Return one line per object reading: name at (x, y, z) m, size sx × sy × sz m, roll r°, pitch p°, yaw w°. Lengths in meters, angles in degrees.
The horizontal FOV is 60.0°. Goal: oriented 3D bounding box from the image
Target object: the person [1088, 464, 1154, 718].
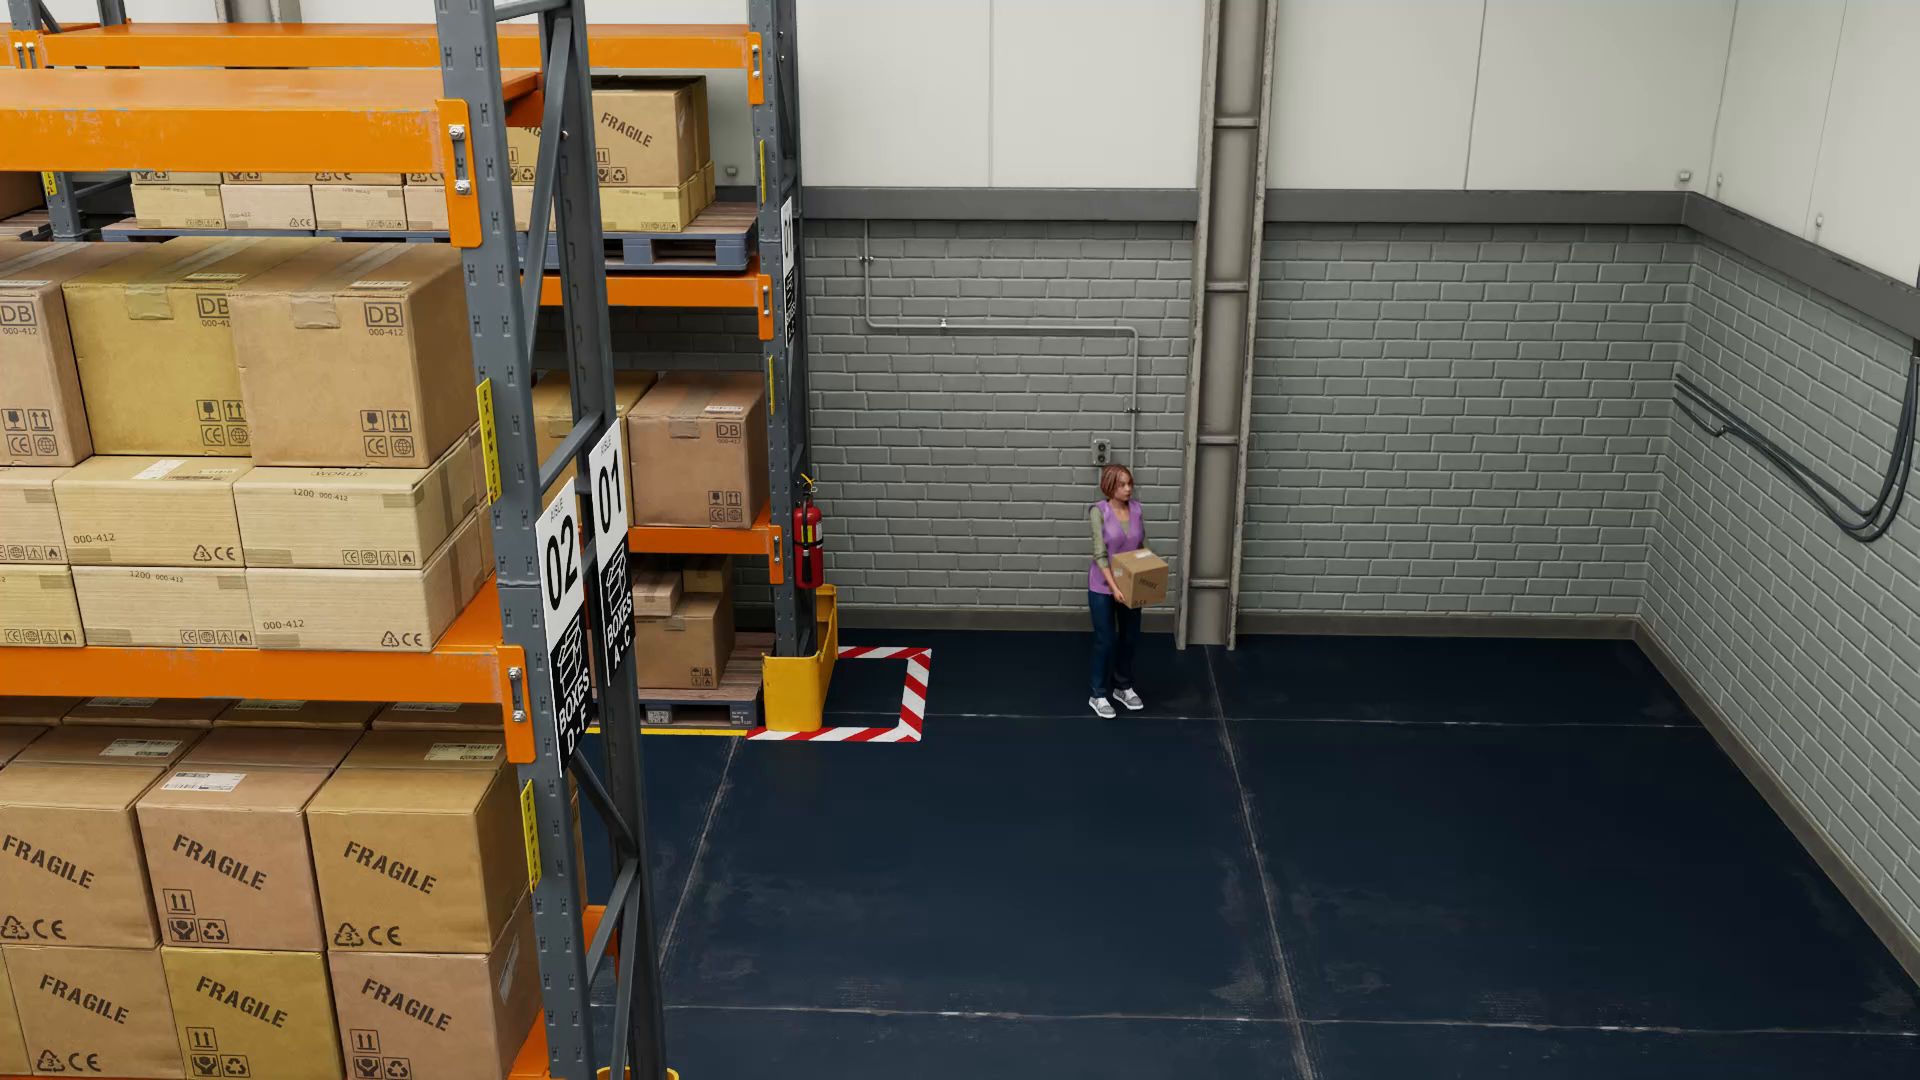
person at (1.006, 0.328, 10.245) m, size 0.412 × 1.593 × 0.488 m, roll -10°, pitch 23°, yaw -25°
